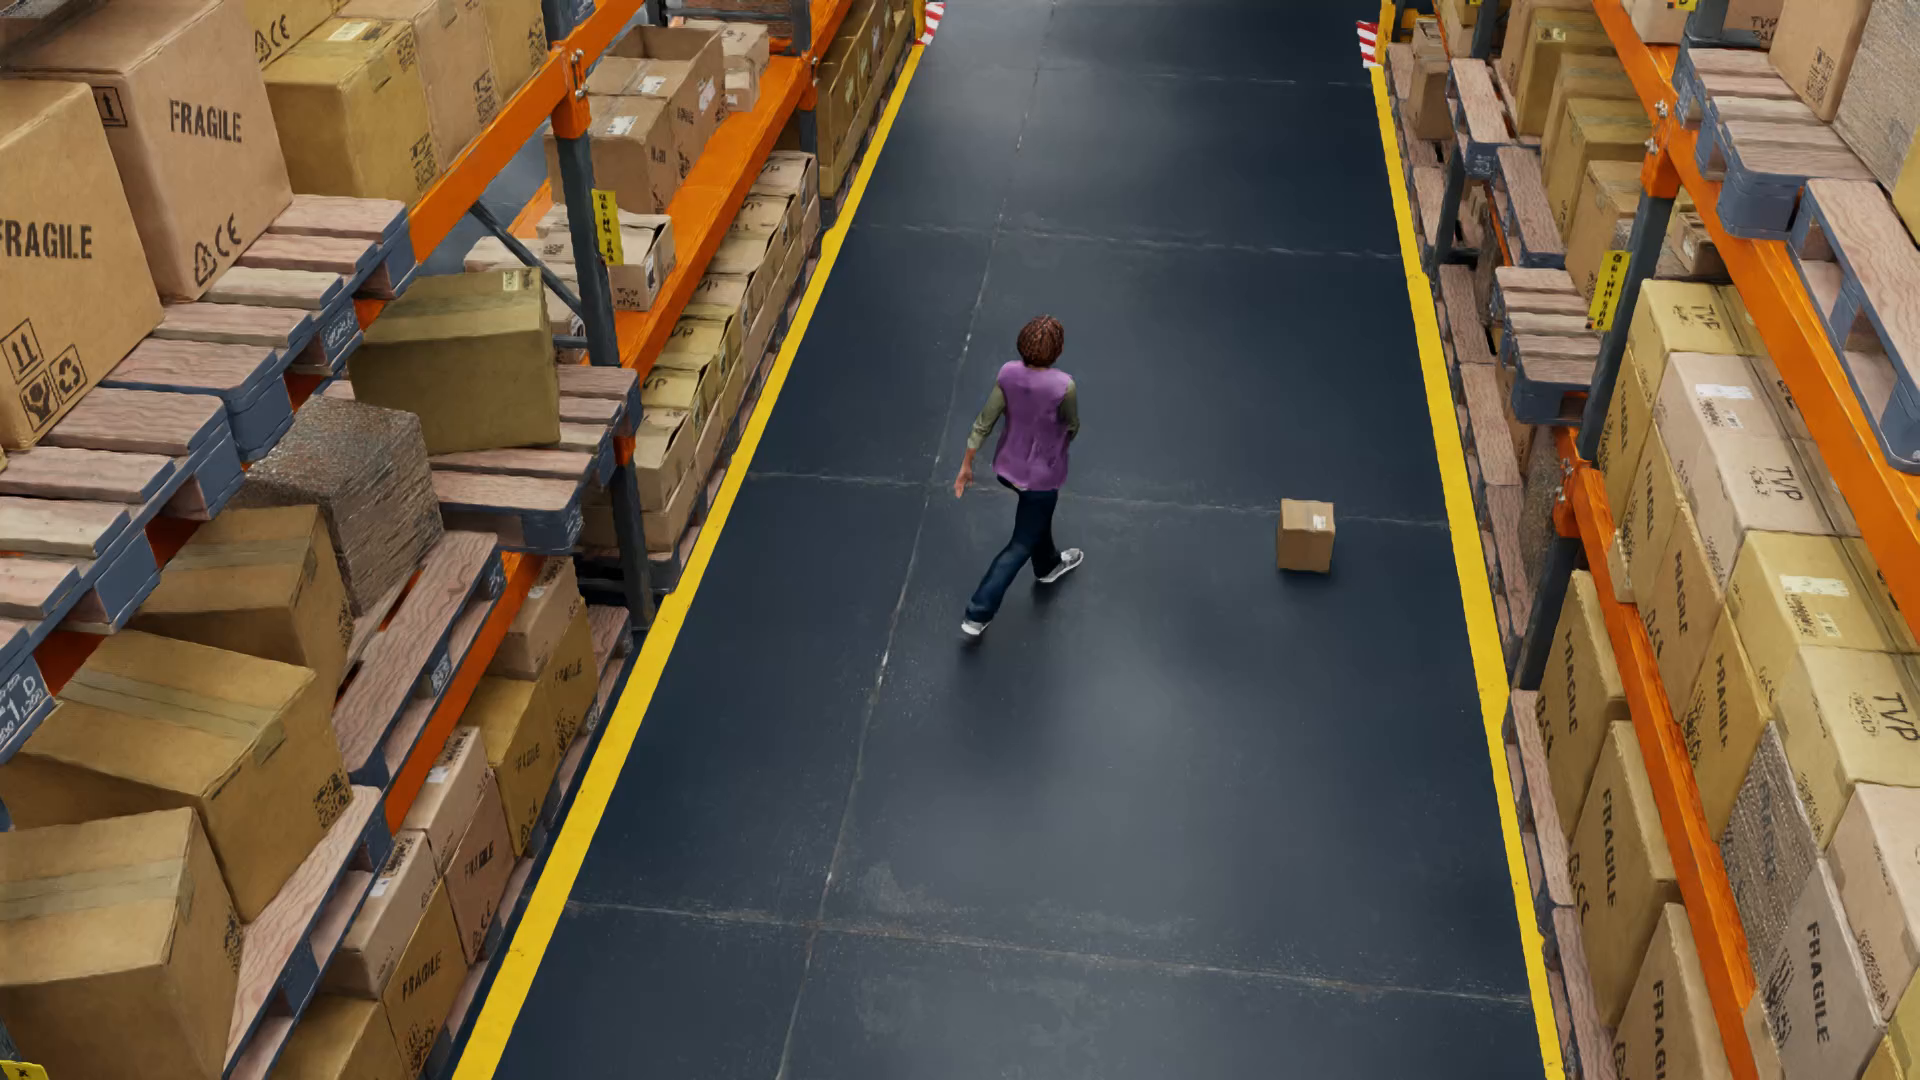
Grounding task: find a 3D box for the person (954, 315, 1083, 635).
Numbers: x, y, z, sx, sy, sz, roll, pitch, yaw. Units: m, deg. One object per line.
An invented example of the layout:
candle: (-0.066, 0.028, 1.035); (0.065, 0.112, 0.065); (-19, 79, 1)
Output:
person: (0.287, -0.315, 7.479); (0.432, 1.545, 0.921); (26, 44, 31)
